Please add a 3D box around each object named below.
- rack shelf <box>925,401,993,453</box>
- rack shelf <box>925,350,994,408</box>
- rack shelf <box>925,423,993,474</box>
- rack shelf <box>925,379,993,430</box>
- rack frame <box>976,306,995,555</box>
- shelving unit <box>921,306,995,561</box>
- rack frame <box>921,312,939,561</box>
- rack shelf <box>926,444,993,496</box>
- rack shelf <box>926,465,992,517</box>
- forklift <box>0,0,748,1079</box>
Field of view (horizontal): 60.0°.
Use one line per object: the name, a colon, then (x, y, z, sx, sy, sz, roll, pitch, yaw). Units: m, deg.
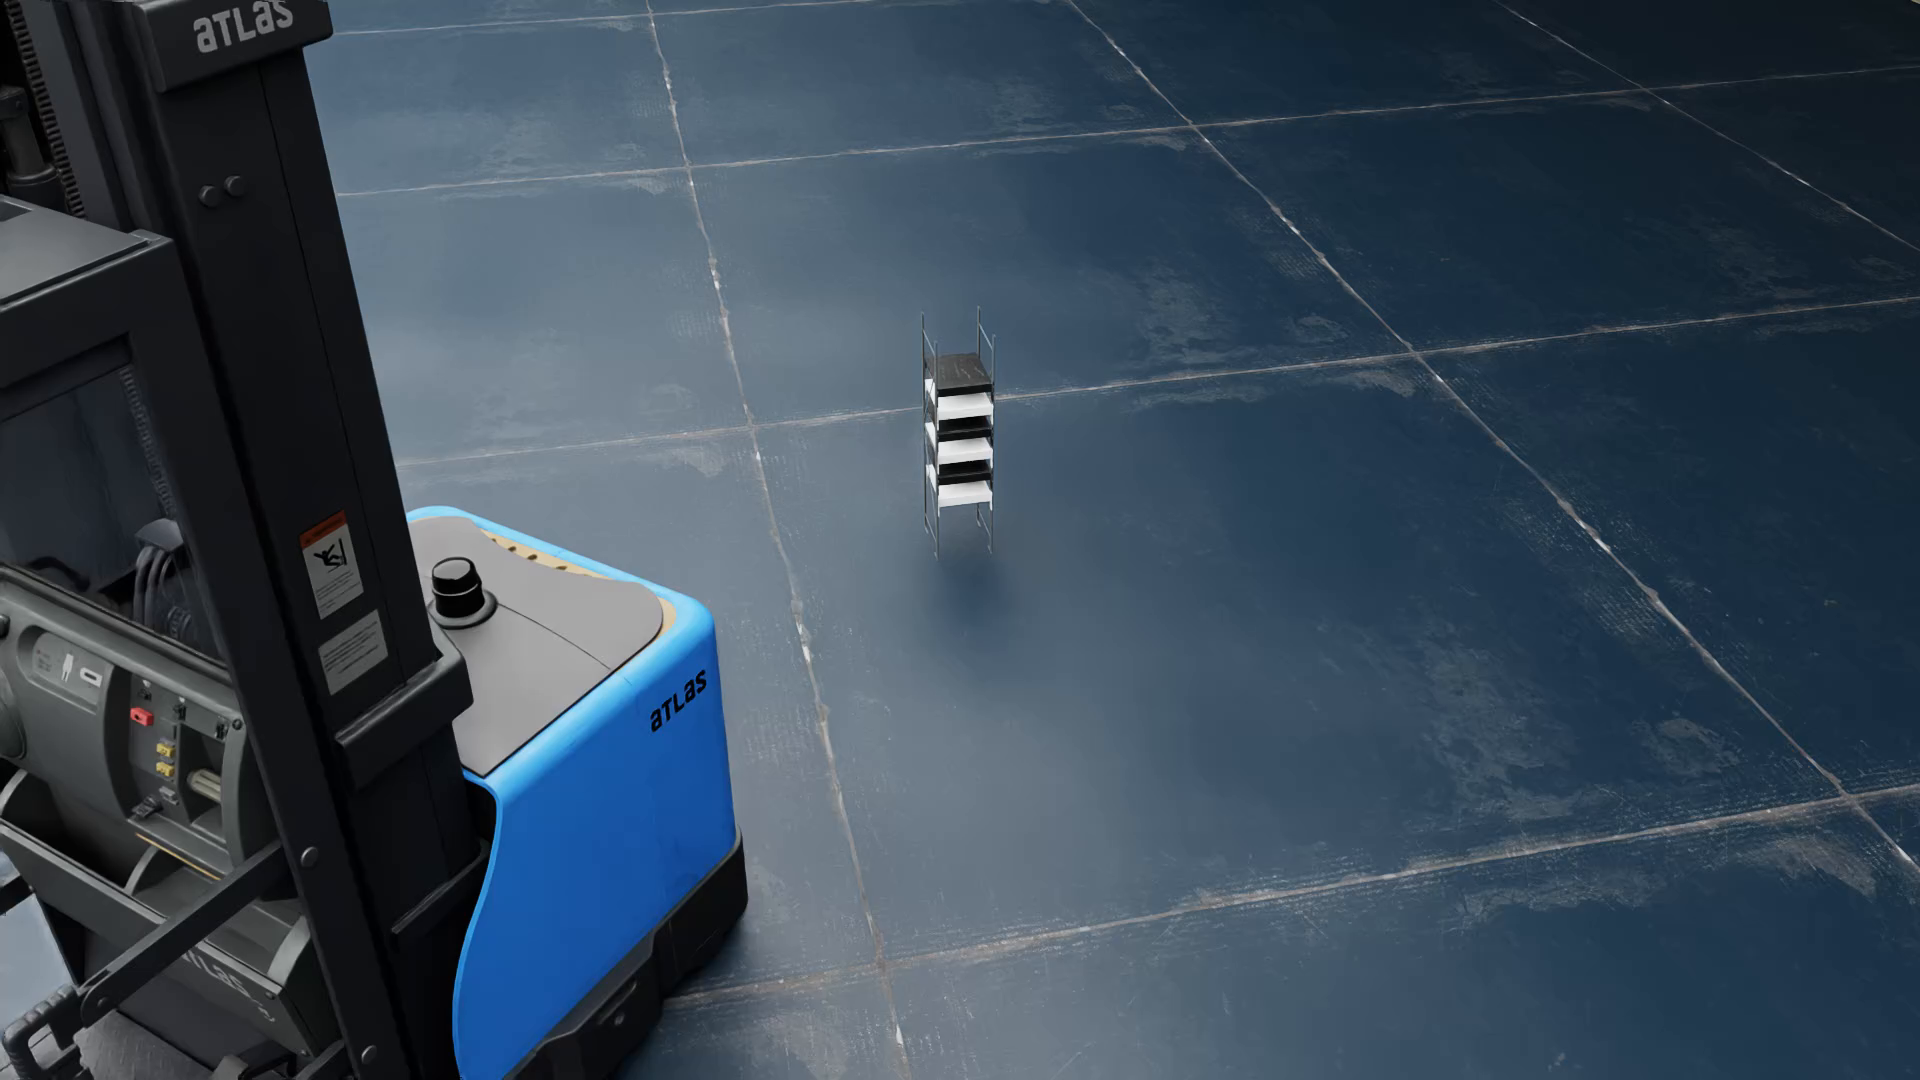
rack shelf: (-0.008, -0.420, 5.966, 0.200, 0.077, 0.258, -7, 35, -11)
rack shelf: (-0.008, -0.569, 5.866, 0.200, 0.077, 0.258, -7, 35, -11)
rack shelf: (-0.008, -0.345, 6.016, 0.200, 0.077, 0.258, -7, 35, -11)
rack shelf: (-0.008, -0.494, 5.916, 0.200, 0.077, 0.258, -7, 35, -11)
rack frame: (0.091, -0.385, 6.016, 0.006, 0.900, 0.240, -7, 35, -11)
shelving unit: (-0.008, -0.373, 5.998, 0.210, 0.900, 0.258, -7, 35, -11)
rack frame: (-0.107, -0.360, 5.979, 0.006, 0.900, 0.240, -7, 35, -11)
rack shelf: (-0.008, -0.270, 6.066, 0.200, 0.077, 0.258, -7, 35, -11)
rack shelf: (-0.008, -0.196, 6.117, 0.200, 0.077, 0.258, -7, 35, -11)
forklift: (-1.776, 0.402, 3.021, 1.130, 2.935, 3.031, 18, 38, 25)
